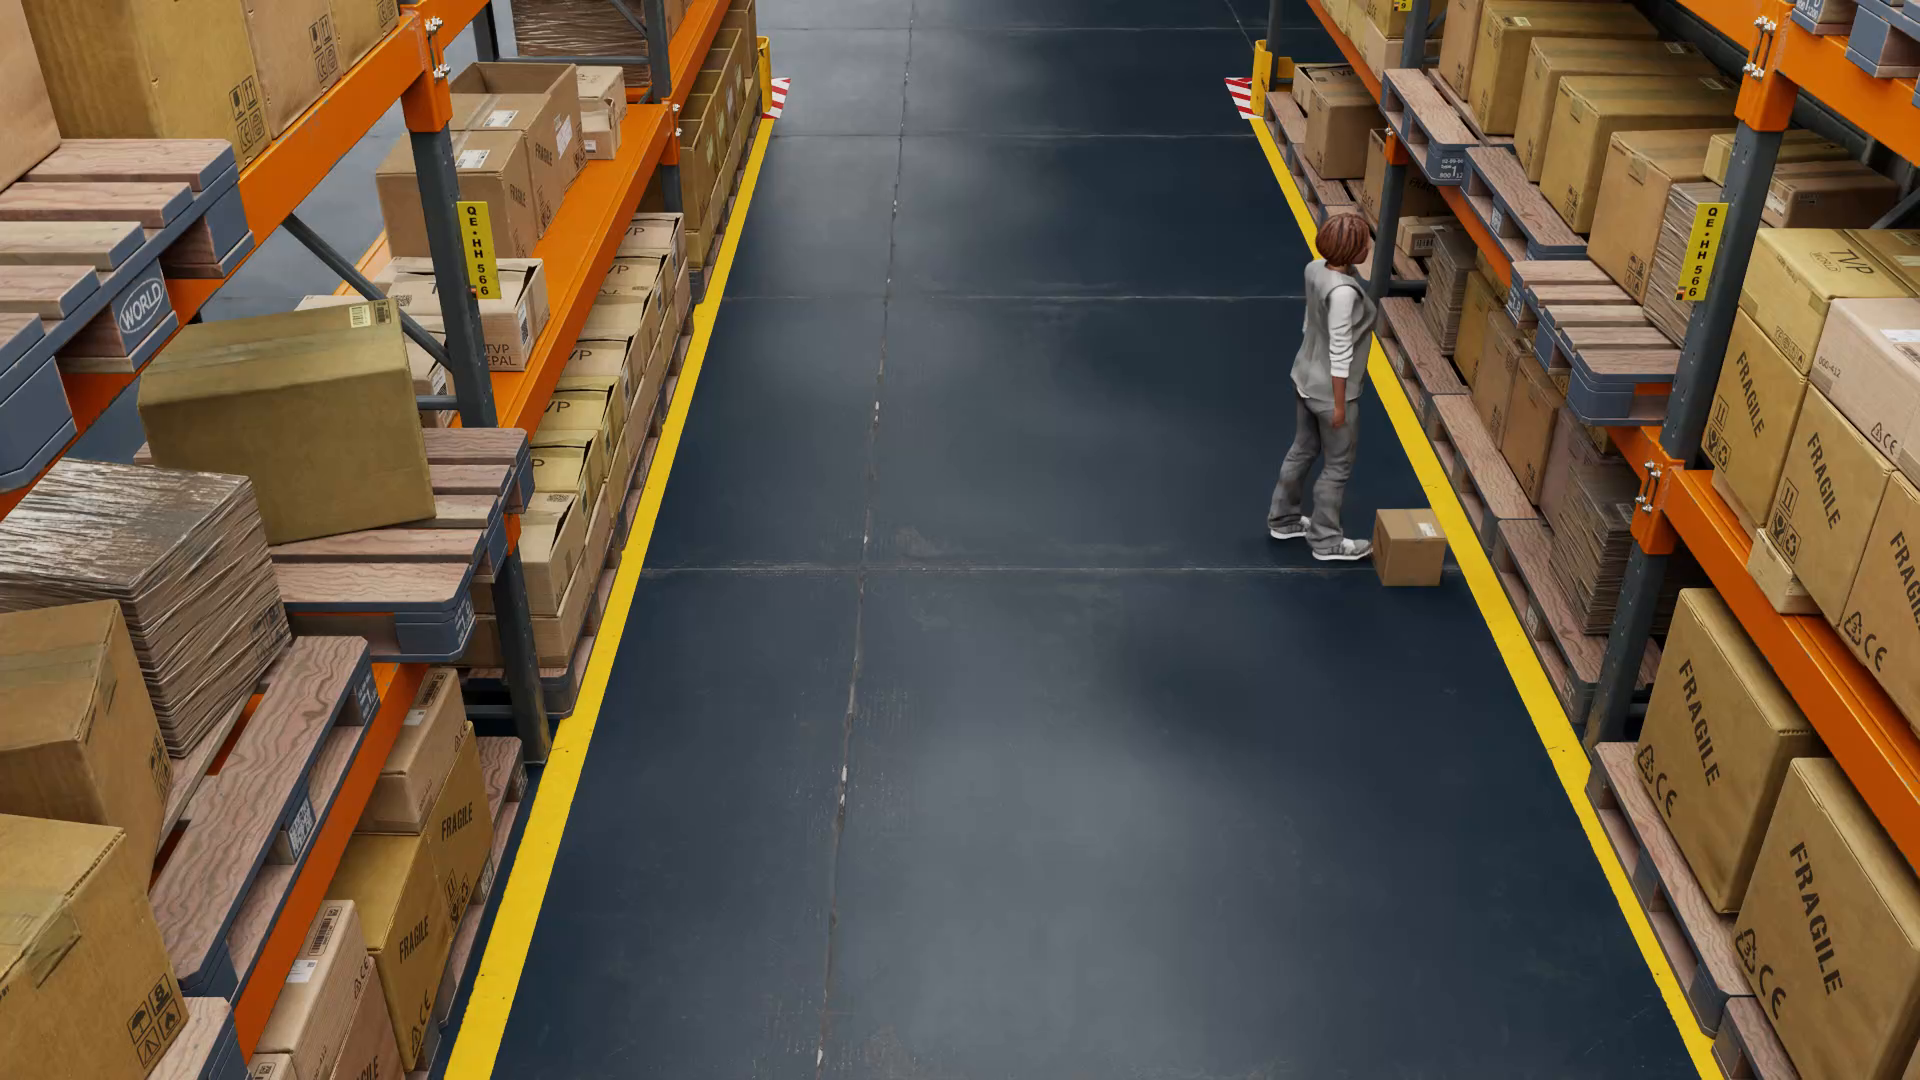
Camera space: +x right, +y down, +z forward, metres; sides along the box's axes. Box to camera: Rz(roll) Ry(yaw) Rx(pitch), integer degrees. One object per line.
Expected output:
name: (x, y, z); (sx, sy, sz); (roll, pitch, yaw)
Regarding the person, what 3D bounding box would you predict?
person: (1.628, -0.657, 7.194); (0.426, 1.599, 0.413); (-4, 32, -7)
